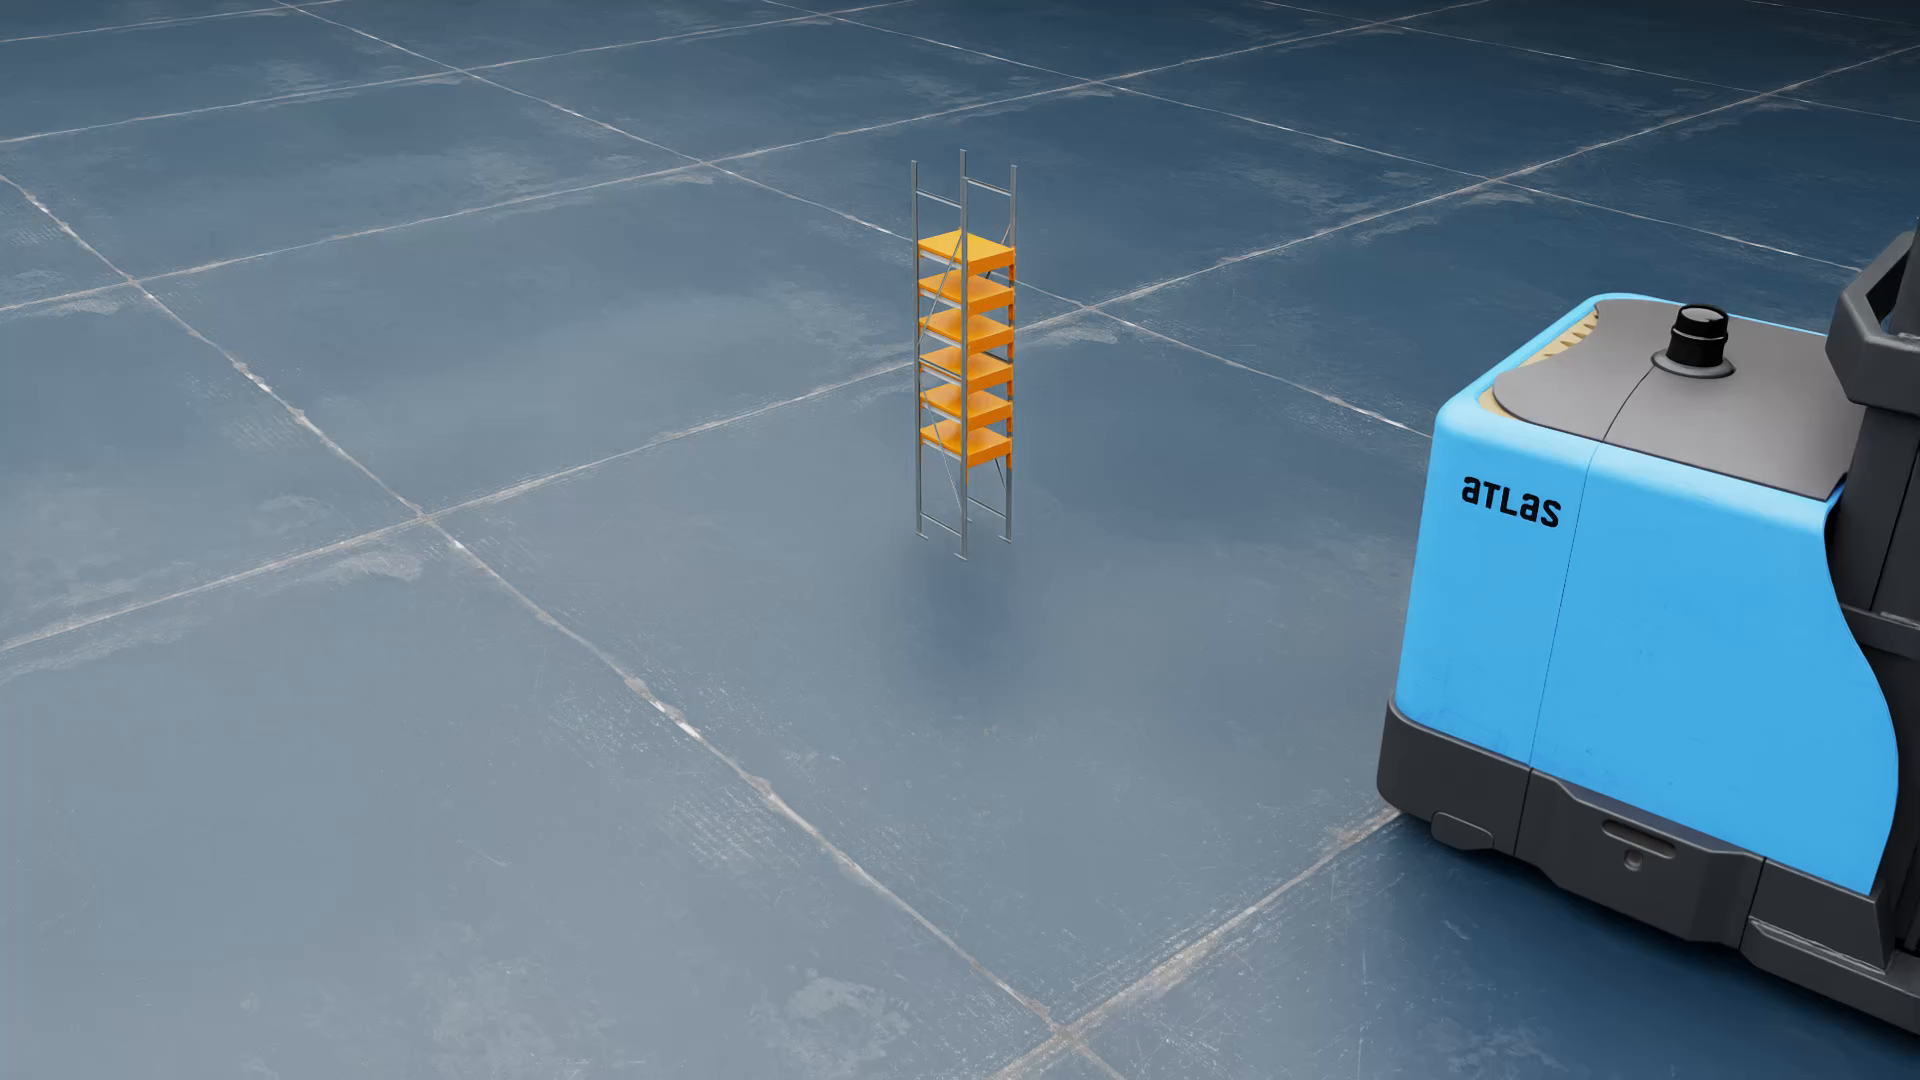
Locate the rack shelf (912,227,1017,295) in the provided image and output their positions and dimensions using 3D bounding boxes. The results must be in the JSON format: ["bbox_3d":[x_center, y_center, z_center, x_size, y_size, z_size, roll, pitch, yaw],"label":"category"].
[{"bbox_3d":[0.011,-0.812,4.827,0.180,0.103,0.258,-22,35,-35],"label":"rack shelf"}]

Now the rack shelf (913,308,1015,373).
[{"bbox_3d":[0.011,-0.600,4.940,0.180,0.103,0.258,-22,35,-35],"label":"rack shelf"}]

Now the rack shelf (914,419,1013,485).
[{"bbox_3d":[0.011,-0.283,5.110,0.180,0.103,0.258,-22,35,-35],"label":"rack shelf"}]

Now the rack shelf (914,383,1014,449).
[{"bbox_3d":[0.011,-0.389,5.053,0.180,0.103,0.258,-22,35,-35],"label":"rack shelf"}]

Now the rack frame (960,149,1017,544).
[{"bbox_3d":[0.081,-0.562,5.028,0.006,1.200,0.240,-22,35,-35],"label":"rack frame"}]

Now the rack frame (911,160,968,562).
[{"bbox_3d":[-0.059,-0.506,4.923,0.006,1.200,0.240,-22,35,-35],"label":"rack frame"}]

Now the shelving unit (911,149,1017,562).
[{"bbox_3d":[0.011,-0.534,4.975,0.189,1.200,0.258,-22,35,-35],"label":"shelving unit"}]

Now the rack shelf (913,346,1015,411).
[{"bbox_3d":[0.011,-0.494,4.996,0.180,0.103,0.258,-22,35,-35],"label":"rack shelf"}]

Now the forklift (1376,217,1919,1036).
[{"bbox_3d":[2.463,-0.370,2.832,3.031,2.935,1.130,21,34,34],"label":"forklift"}]

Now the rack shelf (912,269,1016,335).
[{"bbox_3d":[0.011,-0.706,4.883,0.180,0.103,0.258,-22,35,-35],"label":"rack shelf"}]
